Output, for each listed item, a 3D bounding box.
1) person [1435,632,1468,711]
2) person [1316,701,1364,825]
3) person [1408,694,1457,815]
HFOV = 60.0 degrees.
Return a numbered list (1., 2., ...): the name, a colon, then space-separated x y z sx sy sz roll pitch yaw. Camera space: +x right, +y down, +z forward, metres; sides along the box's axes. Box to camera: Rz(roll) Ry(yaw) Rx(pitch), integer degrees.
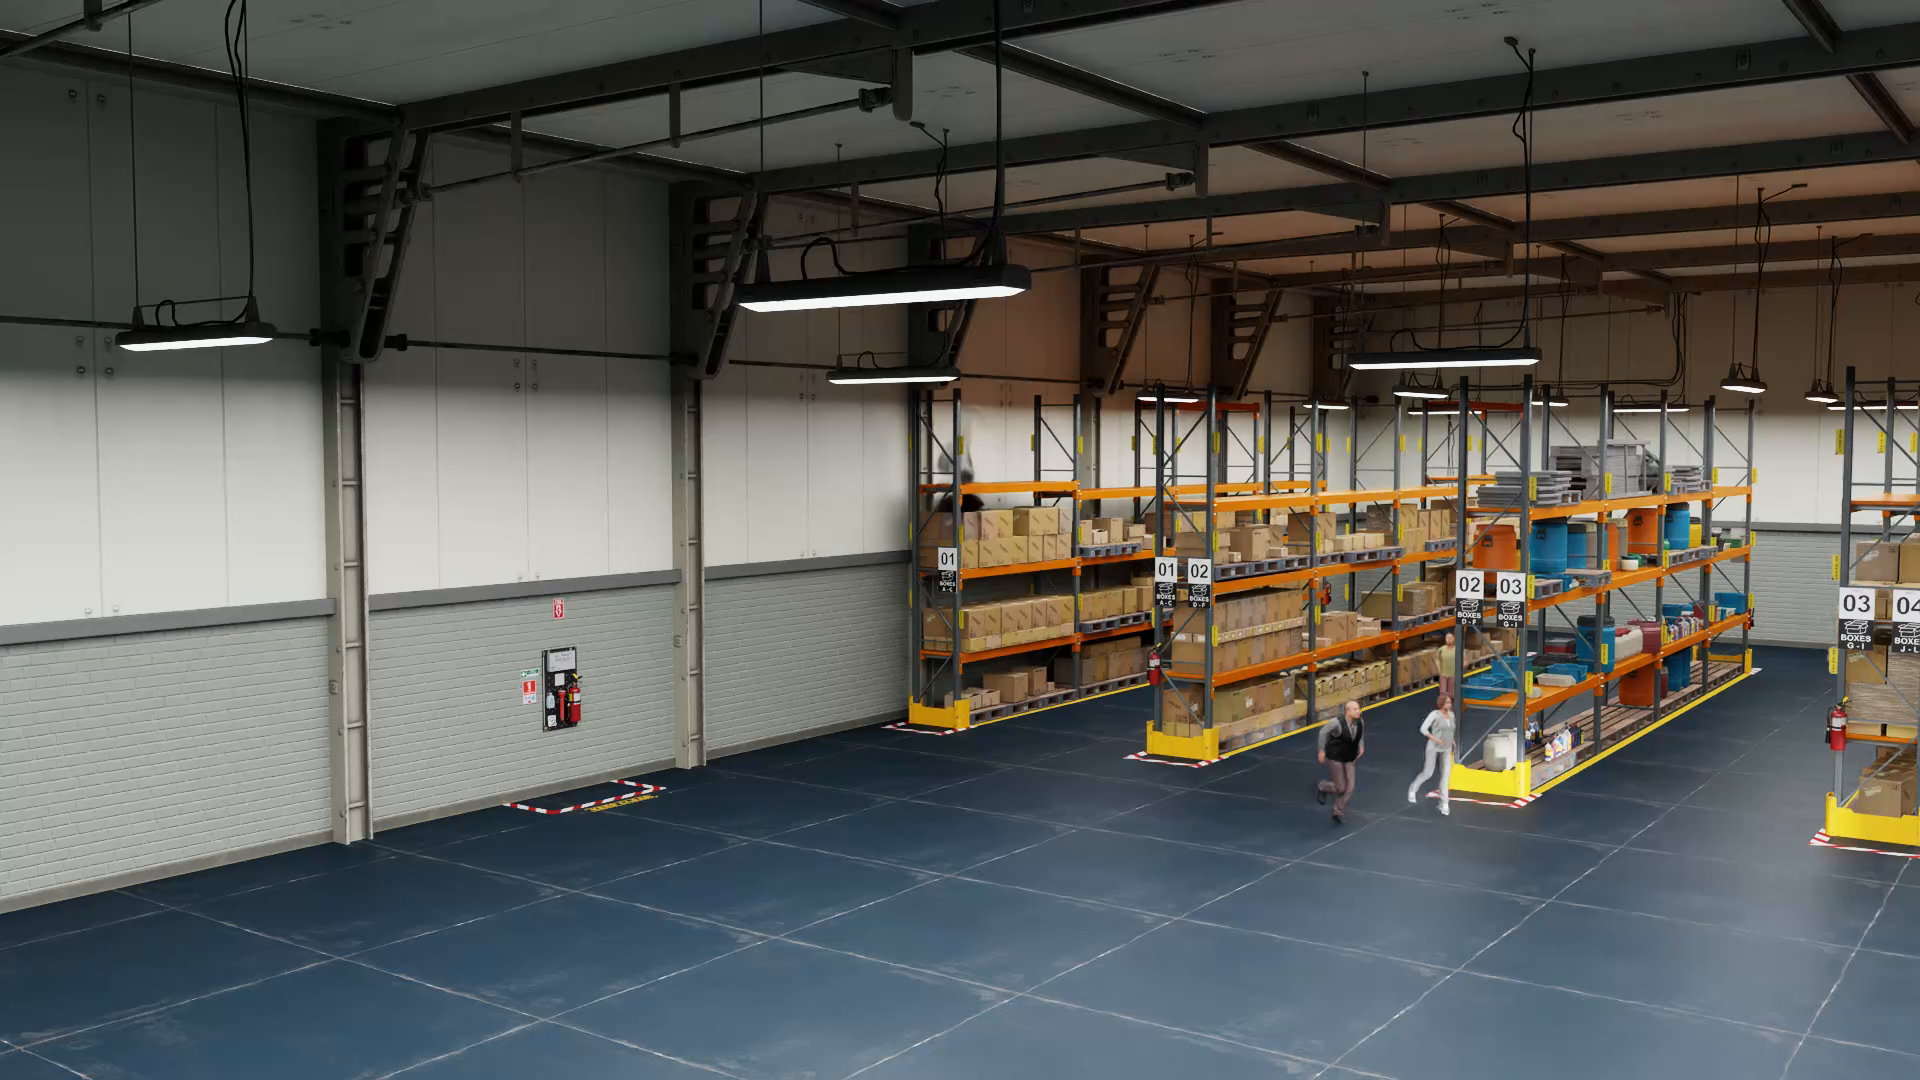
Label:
1. person: 8.908 2.476 30.217 0.581 1.633 0.599 2 4 31
2. person: 5.051 2.935 22.137 0.653 1.659 0.757 -2 4 -30
3. person: 6.588 2.901 22.810 0.612 1.578 0.860 -1 3 -15
